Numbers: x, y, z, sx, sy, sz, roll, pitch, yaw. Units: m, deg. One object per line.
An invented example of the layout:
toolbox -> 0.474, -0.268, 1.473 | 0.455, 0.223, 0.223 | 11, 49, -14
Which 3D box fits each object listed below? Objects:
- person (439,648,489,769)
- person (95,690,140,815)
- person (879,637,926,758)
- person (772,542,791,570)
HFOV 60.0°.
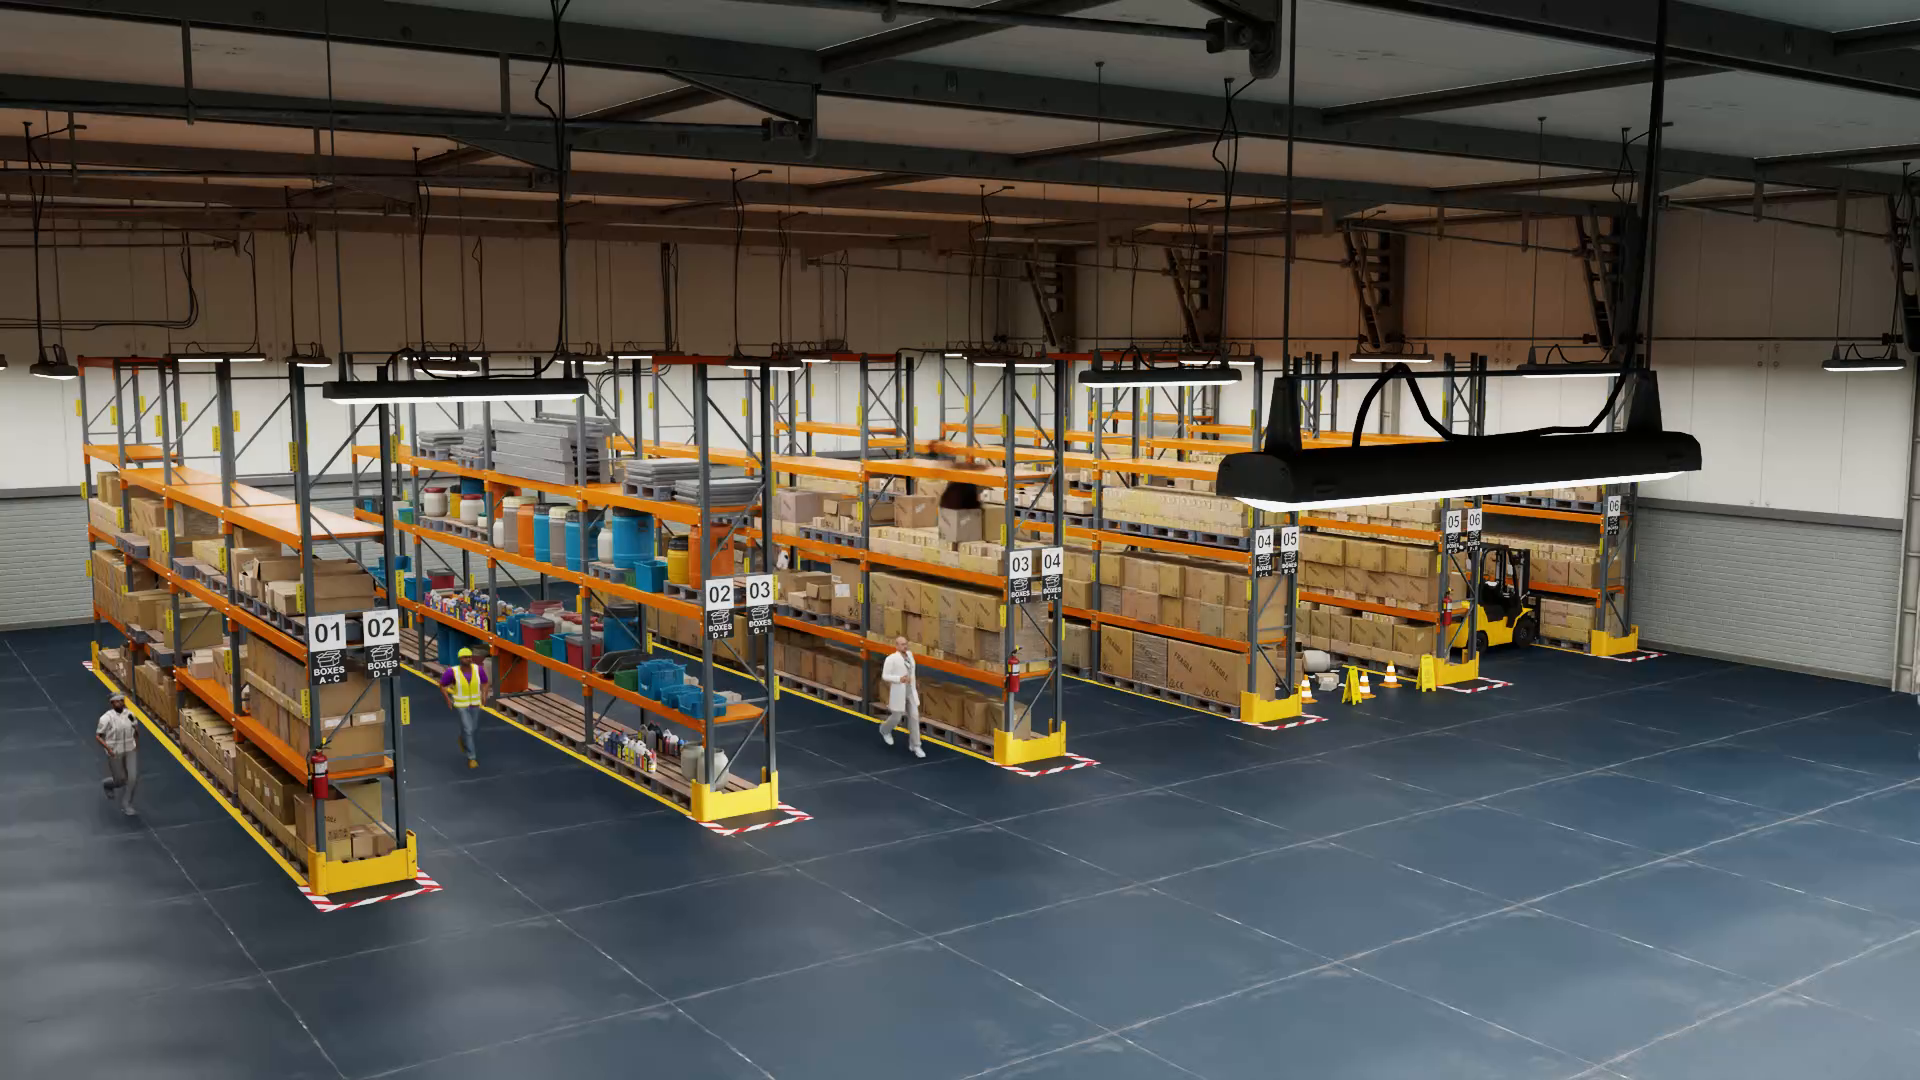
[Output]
person -> -7.372, 2.468, 24.822 | 0.711, 1.765, 0.872 | -5, 9, -37
person -> -11.255, 2.821, 22.284 | 0.669, 1.670, 0.578 | 6, 9, 41
person -> -0.893, 2.362, 25.415 | 0.707, 1.798, 1.049 | -5, 9, -36
person -> -4.115, 0.878, 37.821 | 0.677, 1.825, 0.905 | -4, 8, -29
